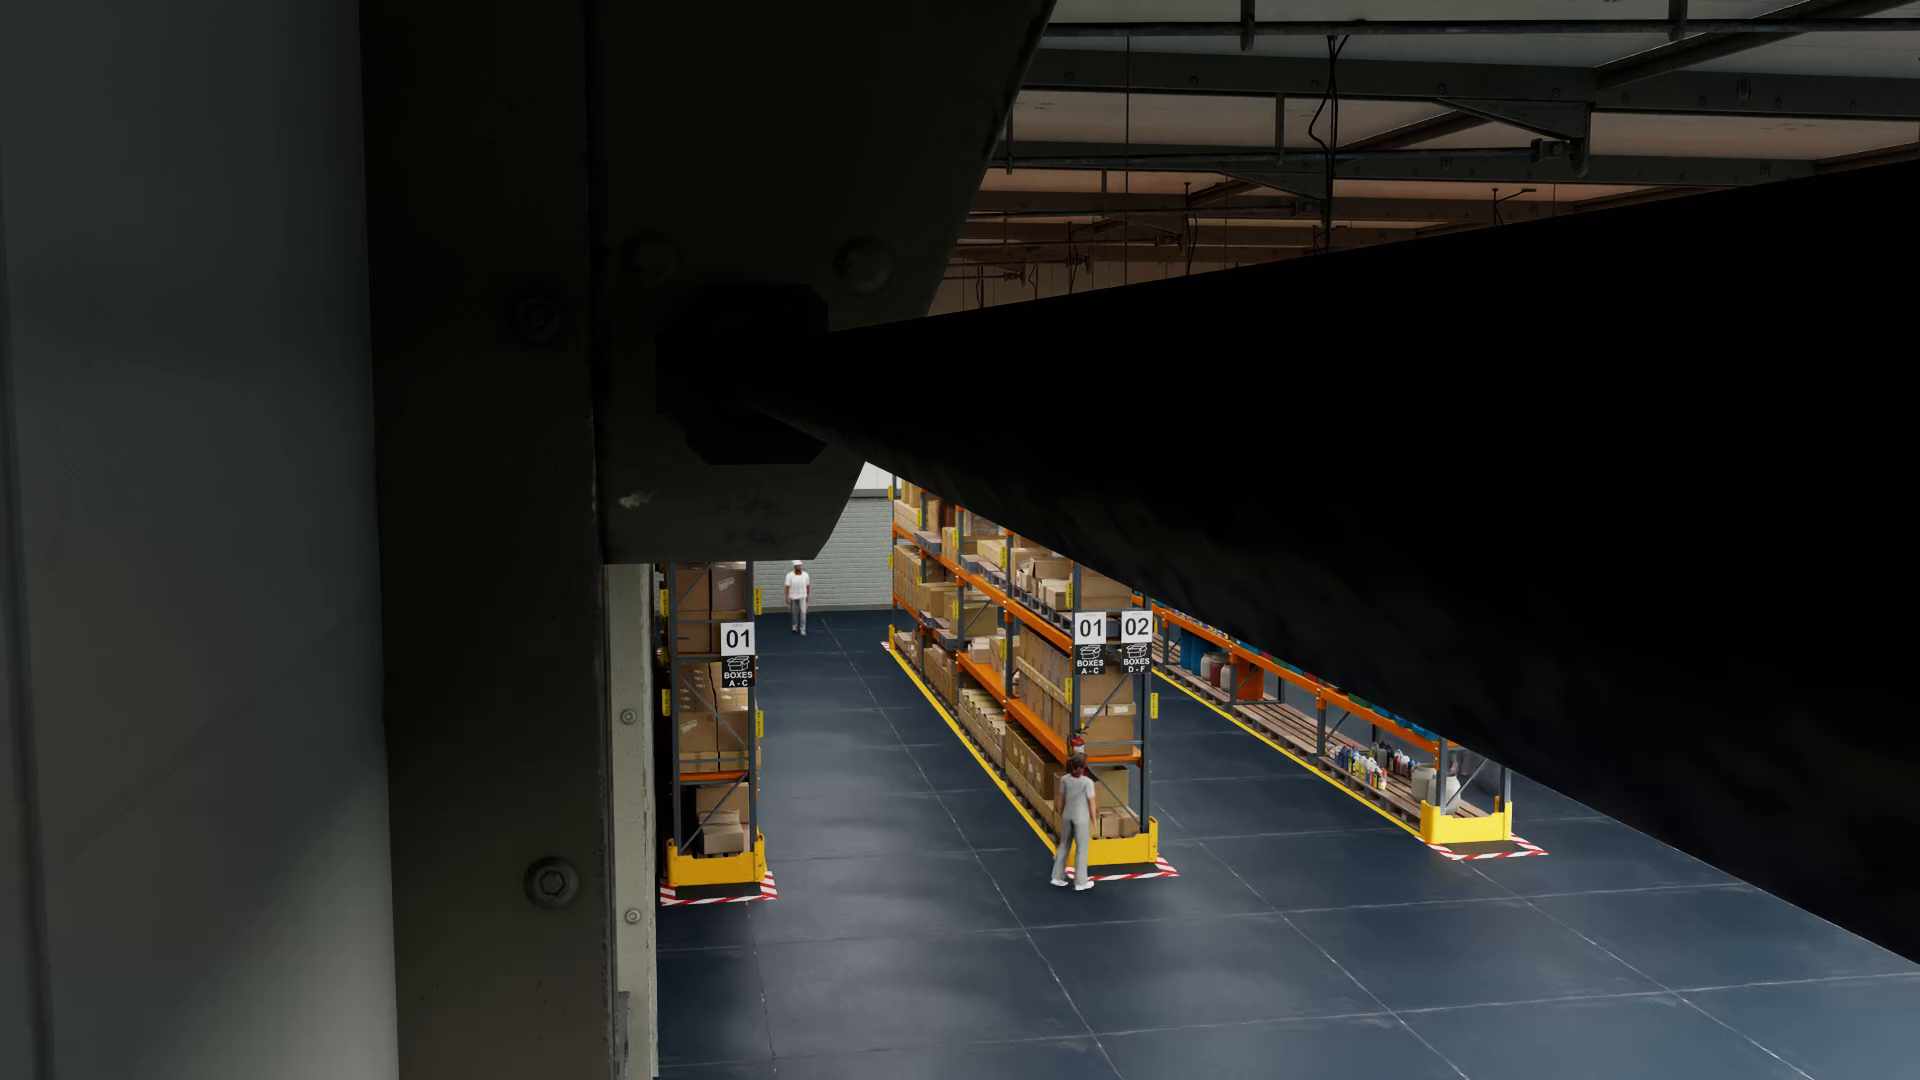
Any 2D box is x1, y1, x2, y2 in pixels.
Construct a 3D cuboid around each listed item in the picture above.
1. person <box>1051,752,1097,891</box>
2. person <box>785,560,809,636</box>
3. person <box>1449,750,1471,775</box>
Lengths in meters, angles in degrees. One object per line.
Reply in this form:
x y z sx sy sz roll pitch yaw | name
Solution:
1.397 3.371 19.933 0.541 1.708 0.406 5 8 40 | person
-3.742 1.317 38.322 0.570 1.715 1.034 -1 6 -8 | person
7.719 2.765 25.392 0.438 1.676 0.433 2 7 22 | person
